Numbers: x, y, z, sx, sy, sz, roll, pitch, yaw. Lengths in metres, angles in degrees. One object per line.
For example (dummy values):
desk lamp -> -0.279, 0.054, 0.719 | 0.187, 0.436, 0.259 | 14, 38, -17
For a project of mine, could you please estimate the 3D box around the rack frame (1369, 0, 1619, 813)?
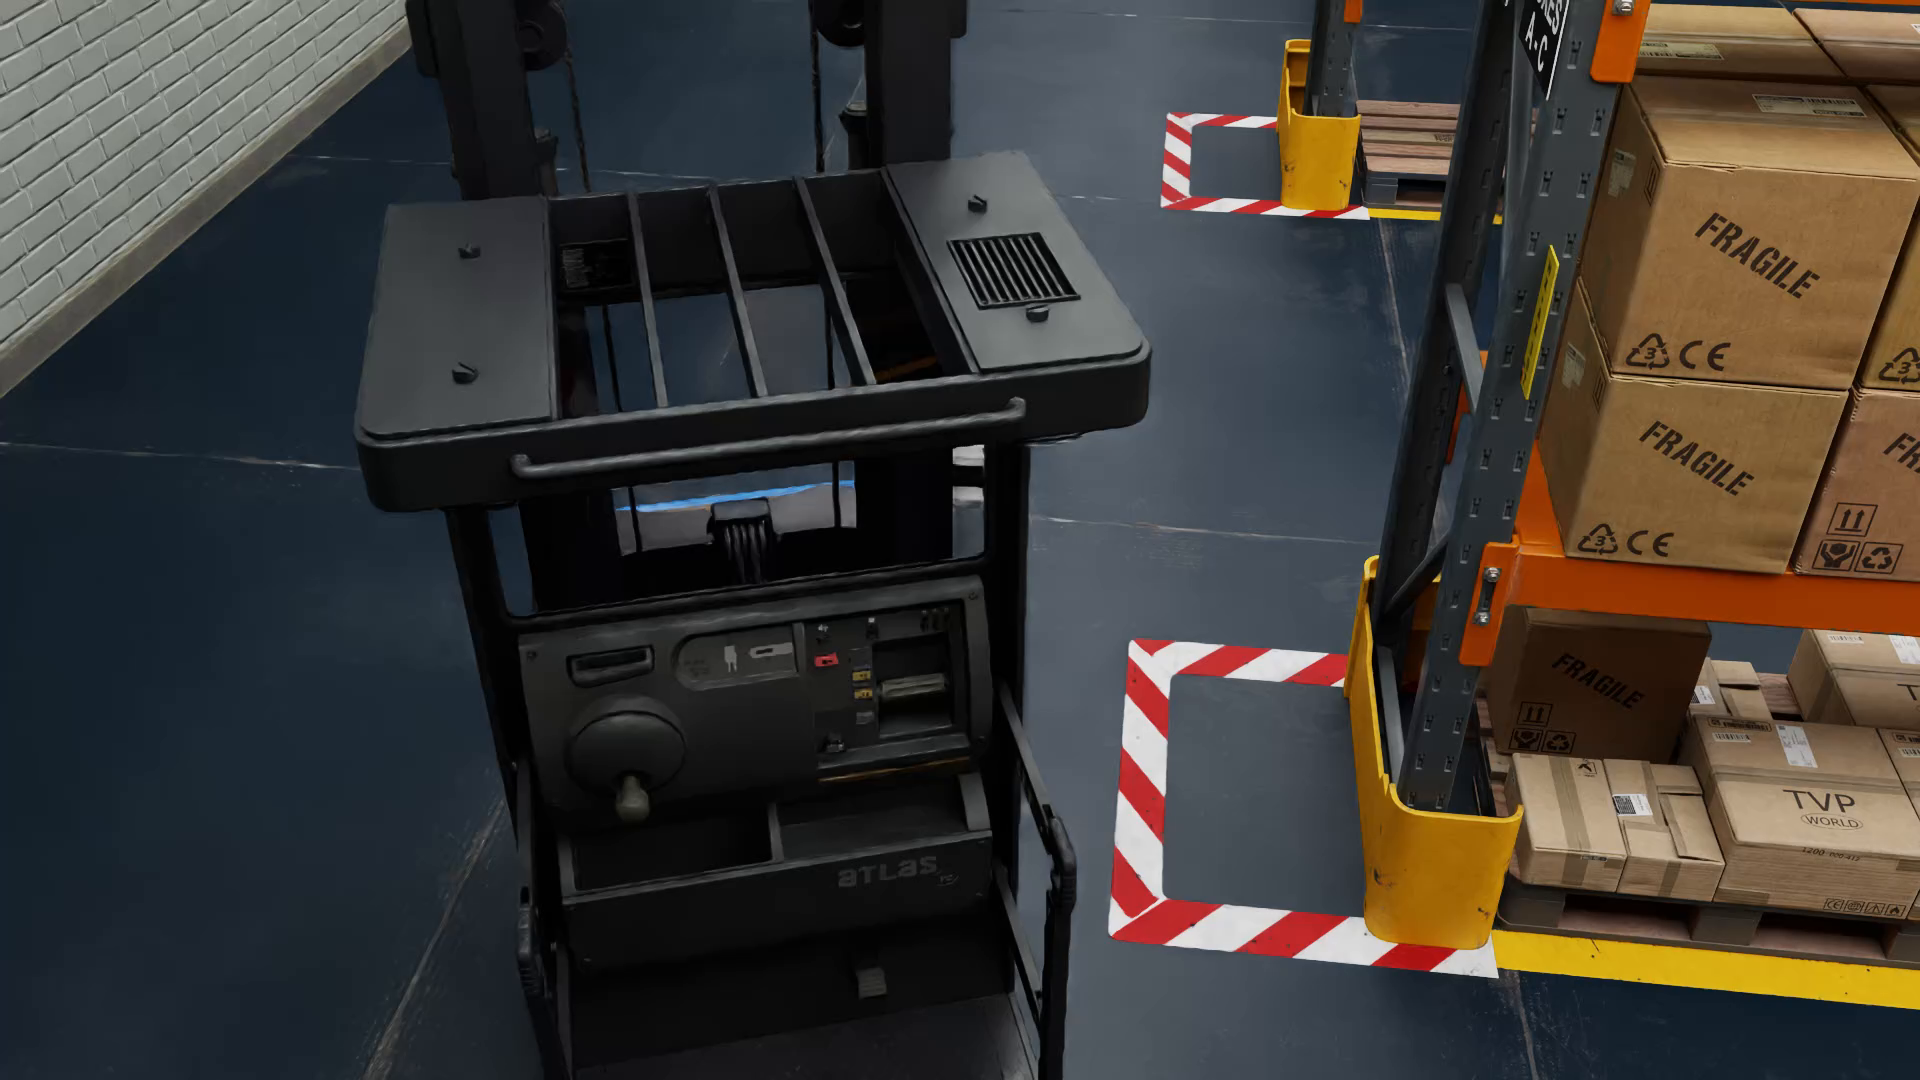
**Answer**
rack frame -> 1.313, -0.426, 4.265 | 0.127, 3.000, 1.000 | 4, 36, 6

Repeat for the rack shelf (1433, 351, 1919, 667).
rack shelf -> 3.297, 0.015, 4.267 | 4.000, 0.370, 1.077 | 4, 36, 6

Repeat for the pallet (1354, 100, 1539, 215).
pallet -> 2.761, -2.062, 8.957 | 1.213, 0.211, 1.003 | 4, 36, 6

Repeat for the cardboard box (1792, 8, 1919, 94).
cardboard box -> 2.291, -0.962, 4.070 | 0.500, 0.500, 0.500 | 5, 36, 7

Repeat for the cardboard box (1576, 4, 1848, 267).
cardboard box -> 1.789, -0.999, 4.121 | 0.500, 0.500, 0.500 | 4, 36, 6

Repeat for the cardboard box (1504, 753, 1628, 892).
cardboard box -> 1.684, 0.784, 4.644 | 0.250, 0.149, 0.380 | 4, 36, 6

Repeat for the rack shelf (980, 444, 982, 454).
rack shelf -> -0.008, -0.413, 5.957 | 0.200, 0.077, 0.258 | 4, 36, 6

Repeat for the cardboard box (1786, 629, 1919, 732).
cardboard box -> 2.822, 0.500, 4.956 | 0.500, 0.250, 0.500 | 4, 36, 6

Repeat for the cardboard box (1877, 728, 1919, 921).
cardboard box -> 2.808, 0.792, 4.547 | 0.500, 0.250, 0.500 | 4, 36, 6

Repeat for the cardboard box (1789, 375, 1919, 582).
cardboard box -> 2.232, -0.247, 3.928 | 0.500, 0.500, 0.500 | 4, 36, 5

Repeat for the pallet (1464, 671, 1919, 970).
pallet -> 2.179, 0.773, 4.985 | 1.213, 0.211, 1.003 | 4, 36, 6

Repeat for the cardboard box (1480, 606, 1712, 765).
cardboard box -> 1.884, 0.311, 5.006 | 0.500, 0.500, 0.500 | 4, 36, 6

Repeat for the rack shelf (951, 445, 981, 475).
rack shelf -> -0.008, -0.340, 6.009 | 0.200, 0.077, 0.258 | 4, 36, 6

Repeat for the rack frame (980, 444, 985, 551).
rack frame -> 0.093, -0.359, 5.979 | 0.006, 0.900, 0.240 | 4, 36, 6

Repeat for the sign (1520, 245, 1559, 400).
sign -> 1.244, -0.466, 3.575 | 0.005, 0.325, 0.100 | 4, 36, 6

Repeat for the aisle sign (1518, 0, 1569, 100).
aisle sign -> 1.208, -1.320, 3.280 | 0.004, 0.787, 0.394 | 4, 36, 6

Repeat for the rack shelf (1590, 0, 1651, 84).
rack shelf -> 3.297, -1.206, 3.395 | 4.000, 0.370, 1.077 | 4, 36, 6

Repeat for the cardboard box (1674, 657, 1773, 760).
cardboard box -> 2.274, 0.528, 4.988 | 0.250, 0.166, 0.380 | 4, 36, 6

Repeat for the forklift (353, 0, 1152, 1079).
forklift -> -0.349, 0.389, 3.182 | 1.130, 2.935, 3.031 | -7, 36, -10

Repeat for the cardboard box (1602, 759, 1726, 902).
cardboard box -> 1.932, 0.796, 4.613 | 0.250, 0.166, 0.380 | 4, 36, 6

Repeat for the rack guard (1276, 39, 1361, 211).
rack guard -> 1.922, -2.257, 8.982 | 0.348, 0.500, 1.175 | 4, 36, 6

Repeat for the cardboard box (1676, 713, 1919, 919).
cardboard box -> 2.312, 0.755, 4.599 | 0.500, 0.250, 0.500 | 4, 36, 6

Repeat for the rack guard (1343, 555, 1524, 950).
rack guard -> 1.388, 0.597, 4.983 | 0.348, 0.500, 1.175 | 4, 36, 6

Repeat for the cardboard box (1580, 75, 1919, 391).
cardboard box -> 1.719, -0.689, 3.687 | 0.500, 0.500, 0.500 | 5, 36, 7

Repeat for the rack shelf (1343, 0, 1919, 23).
rack shelf -> 3.931, -2.839, 8.265 | 4.000, 0.370, 1.077 | 4, 36, 6

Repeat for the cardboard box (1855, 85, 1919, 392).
cardboard box -> 2.239, -0.655, 3.639 | 0.500, 0.500, 0.500 | 5, 36, 6

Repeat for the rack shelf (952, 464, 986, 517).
rack shelf -> -0.008, -0.193, 6.113 | 0.200, 0.077, 0.258 | 4, 36, 6

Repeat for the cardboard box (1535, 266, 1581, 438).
cardboard box -> 1.792, -0.591, 4.409 | 0.500, 0.500, 0.500 | 5, 36, 7

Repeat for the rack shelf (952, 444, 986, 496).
rack shelf -> -0.008, -0.267, 6.061 | 0.200, 0.077, 0.258 | 4, 36, 6

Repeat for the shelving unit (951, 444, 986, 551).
shelving unit -> -0.008, -0.367, 5.989 | 0.210, 0.900, 0.258 | 4, 36, 6

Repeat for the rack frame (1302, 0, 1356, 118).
rack frame -> 1.947, -3.280, 8.264 | 0.127, 3.000, 1.000 | 4, 36, 6

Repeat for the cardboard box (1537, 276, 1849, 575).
cardboard box -> 1.719, -0.282, 3.977 | 0.500, 0.500, 0.500 | 5, 36, 7

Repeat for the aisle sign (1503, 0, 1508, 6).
aisle sign -> 1.284, -1.666, 3.764 | 0.004, 0.787, 0.394 | 4, 36, 6
